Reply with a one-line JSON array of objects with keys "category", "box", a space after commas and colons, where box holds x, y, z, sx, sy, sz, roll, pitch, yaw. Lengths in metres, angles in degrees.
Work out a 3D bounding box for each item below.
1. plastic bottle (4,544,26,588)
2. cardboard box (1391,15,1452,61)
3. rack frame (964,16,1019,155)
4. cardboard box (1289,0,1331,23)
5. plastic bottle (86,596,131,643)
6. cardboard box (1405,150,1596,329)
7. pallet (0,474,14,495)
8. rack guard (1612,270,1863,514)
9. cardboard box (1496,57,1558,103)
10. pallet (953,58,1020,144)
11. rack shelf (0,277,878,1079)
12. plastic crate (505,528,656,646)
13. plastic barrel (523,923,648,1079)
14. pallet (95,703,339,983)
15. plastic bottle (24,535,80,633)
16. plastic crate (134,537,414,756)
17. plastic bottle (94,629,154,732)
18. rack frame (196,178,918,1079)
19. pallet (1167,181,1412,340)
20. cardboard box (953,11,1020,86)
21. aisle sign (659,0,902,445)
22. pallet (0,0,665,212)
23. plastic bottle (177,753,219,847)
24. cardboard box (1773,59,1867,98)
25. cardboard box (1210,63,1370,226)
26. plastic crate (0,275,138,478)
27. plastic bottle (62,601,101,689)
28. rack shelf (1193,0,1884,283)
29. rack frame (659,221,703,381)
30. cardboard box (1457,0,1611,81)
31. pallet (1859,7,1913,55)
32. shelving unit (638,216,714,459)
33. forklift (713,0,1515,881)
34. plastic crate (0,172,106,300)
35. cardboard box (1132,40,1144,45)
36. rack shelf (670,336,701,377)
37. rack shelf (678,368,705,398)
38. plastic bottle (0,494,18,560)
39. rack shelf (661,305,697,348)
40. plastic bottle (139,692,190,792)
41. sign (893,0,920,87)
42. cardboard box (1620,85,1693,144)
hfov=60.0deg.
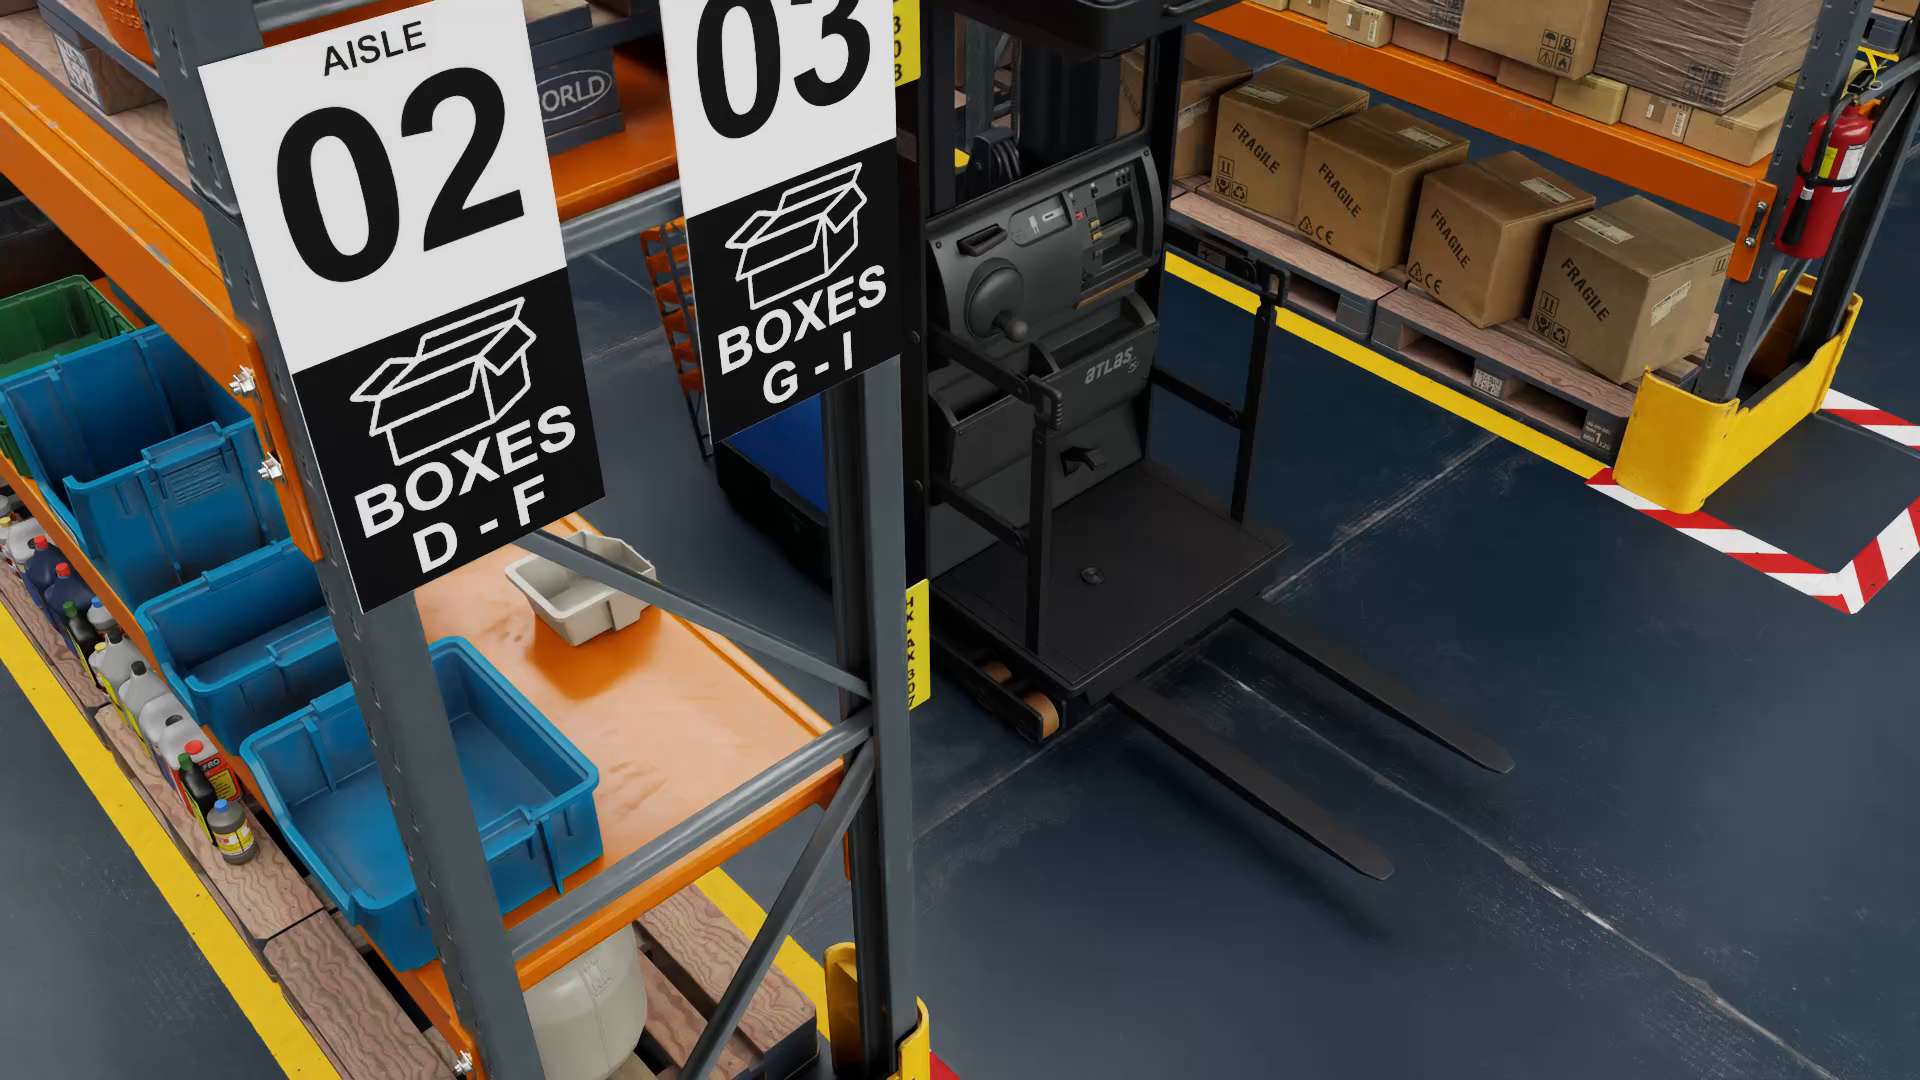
[{"category": "plastic bottle", "box": [-3.184, 0.058, 5.668, 0.097, 0.201, 0.097, 0, 39, 0]}, {"category": "cardboard box", "box": [1.937, -2.059, 6.612, 0.380, 0.149, 0.250, -30, 48, -32]}, {"category": "rack frame", "box": [0.434, -3.393, 8.063, 1.000, 3.000, 0.127, -30, 48, -32]}, {"category": "cardboard box", "box": [1.584, -2.283, 6.889, 0.380, 0.149, 0.250, -30, 48, -32]}, {"category": "plastic bottle", "box": [-2.720, 0.292, 5.322, 0.097, 0.271, 0.097, 0, 39, 0]}, {"category": "cardboard box", "box": [2.299, -1.290, 7.116, 0.500, 0.500, 0.500, -18, 42, -21]}, {"category": "pallet", "box": [-3.774, -0.550, 6.763, 1.003, 0.211, 1.213, -30, 48, -32]}, {"category": "rack guard", "box": [3.088, -0.604, 6.600, 1.175, 0.500, 0.348, -30, 48, -32]}, {"category": "cardboard box", "box": [2.261, -1.820, 6.316, 0.380, 0.149, 0.250, -30, 48, -32]}, {"category": "pallet", "box": [-0.094, -2.667, 9.385, 1.003, 0.211, 1.213, -30, 48, -32]}, {"category": "rack shelf", "box": [-1.862, -0.082, 4.537, 1.077, 0.370, 4.000, -30, 48, -32]}, {"category": "plastic crate", "box": [-0.878, 0.115, 3.930, 0.298, 0.136, 0.250, -30, 48, -32]}, {"category": "plastic barrel", "box": [-1.011, 1.096, 4.152, 0.421, 0.512, 0.421, 0, 39, 0]}, {"category": "pallet", "box": [-1.962, 0.690, 5.227, 1.003, 0.211, 1.213, -30, 48, -32]}, {"category": "plastic bottle", "box": [-2.974, 0.122, 5.470, 0.144, 0.351, 0.185, -29, 47, -31]}, {"category": "plastic crate", "box": [-1.503, 0.214, 3.716, 0.499, 0.251, 0.408, -30, 48, -32]}, {"category": "plastic bottle", "box": [-2.559, 0.406, 5.119, 0.144, 0.351, 0.185, -30, 48, -32]}, {"category": "rack frame", "box": [-0.509, 0.563, 3.165, 1.000, 3.000, 0.127, -30, 48, -32]}, {"category": "pallet", "box": [1.743, -1.447, 7.874, 1.003, 0.211, 1.213, -30, 48, -32]}, {"category": "cardboard box", "box": [0.034, -2.885, 9.074, 0.500, 0.500, 0.700, 30, 48, 32]}, {"category": "aisle sign", "box": [-0.245, -0.539, 2.461, 0.394, 0.787, 0.004, -30, 48, -32]}, {"category": "pallet", "box": [-0.997, -0.954, 2.807, 1.003, 0.211, 1.213, -30, 48, -32]}, {"category": "plastic bottle", "box": [-2.167, 0.739, 4.759, 0.061, 0.283, 0.133, -29, 47, -31]}, {"category": "cardboard box", "box": [3.122, -1.677, 6.139, 0.380, 0.149, 0.250, -30, 48, -32]}, {"category": "cardboard box", "box": [1.545, -1.866, 7.828, 0.500, 0.500, 0.500, 30, 48, 32]}, {"category": "plastic crate", "box": [-2.504, -0.457, 4.597, 0.450, 0.188, 0.662, -30, 48, -32]}, {"category": "plastic bottle", "box": [-2.766, 0.329, 5.267, 0.061, 0.283, 0.133, -28, 47, -30]}, {"category": "rack shelf", "box": [1.786, -2.187, 7.143, 1.077, 0.370, 4.000, -30, 48, -32]}, {"category": "rack frame", "box": [-0.939, -0.863, 6.317, 0.240, 1.200, 0.006, -29, 30, -31]}, {"category": "cardboard box", "box": [2.361, -2.143, 6.199, 0.875, 0.500, 0.500, -30, 48, -32]}, {"category": "pallet", "box": [5.441, -3.419, 10.315, 1.003, 0.211, 1.213, -30, 48, -32]}, {"category": "shelving unit", "box": [-0.996, -0.884, 6.385, 0.258, 1.200, 0.189, -29, 30, -31]}, {"category": "forklift", "box": [0.424, -0.848, 4.967, 1.130, 2.935, 3.031, -30, 48, -32]}, {"category": "plastic crate", "box": [-2.954, -0.967, 5.110, 0.767, 0.338, 0.504, -30, 48, -32]}, {"category": "cardboard box", "box": [0.675, -2.381, 8.466, 0.500, 0.500, 0.500, -32, 48, -33]}, {"category": "rack shelf", "box": [-0.965, -0.739, 6.456, 0.258, 0.103, 0.180, -29, 30, -31]}, {"category": "rack shelf", "box": [-0.941, -0.633, 6.507, 0.258, 0.103, 0.180, -29, 30, -31]}, {"category": "plastic bottle", "box": [-3.322, -0.064, 5.763, 0.097, 0.271, 0.097, 0, 39, 0]}, {"category": "rack shelf", "box": [-0.988, -0.845, 6.404, 0.258, 0.103, 0.180, -29, 30, -31]}, {"category": "plastic bottle", "box": [-2.318, 0.596, 4.943, 0.152, 0.276, 0.135, -31, 48, -33]}, {"category": "sign", "box": [-0.101, -0.839, 2.507, 0.100, 0.325, 0.005, -30, 48, -32]}, {"category": "cardboard box", "box": [2.626, -1.604, 6.048, 0.380, 0.149, 0.250, -30, 48, -32]}]
